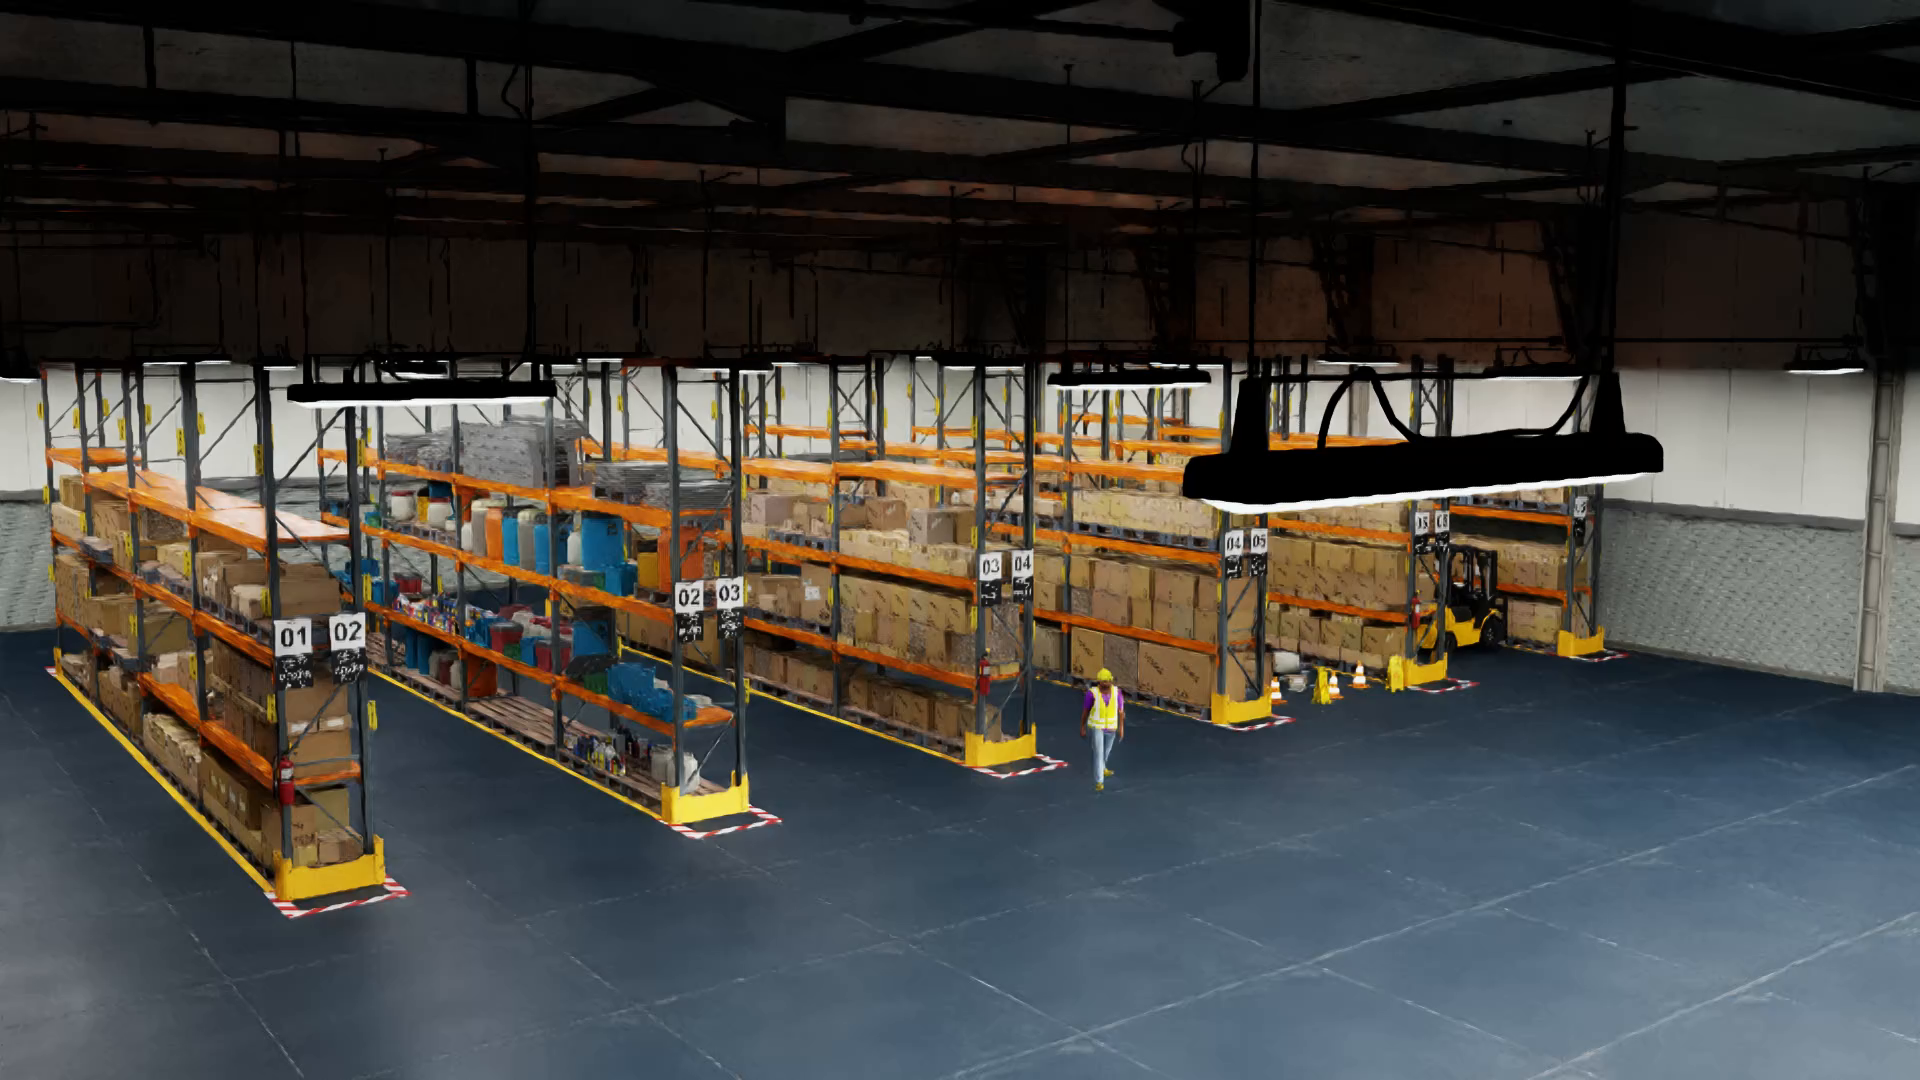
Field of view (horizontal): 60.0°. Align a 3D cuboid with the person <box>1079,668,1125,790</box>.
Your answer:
[{"bbox_3d":[2.039,2.653,23.684,0.617,1.715,0.967,-2,7,-15],"label":"person"}]
